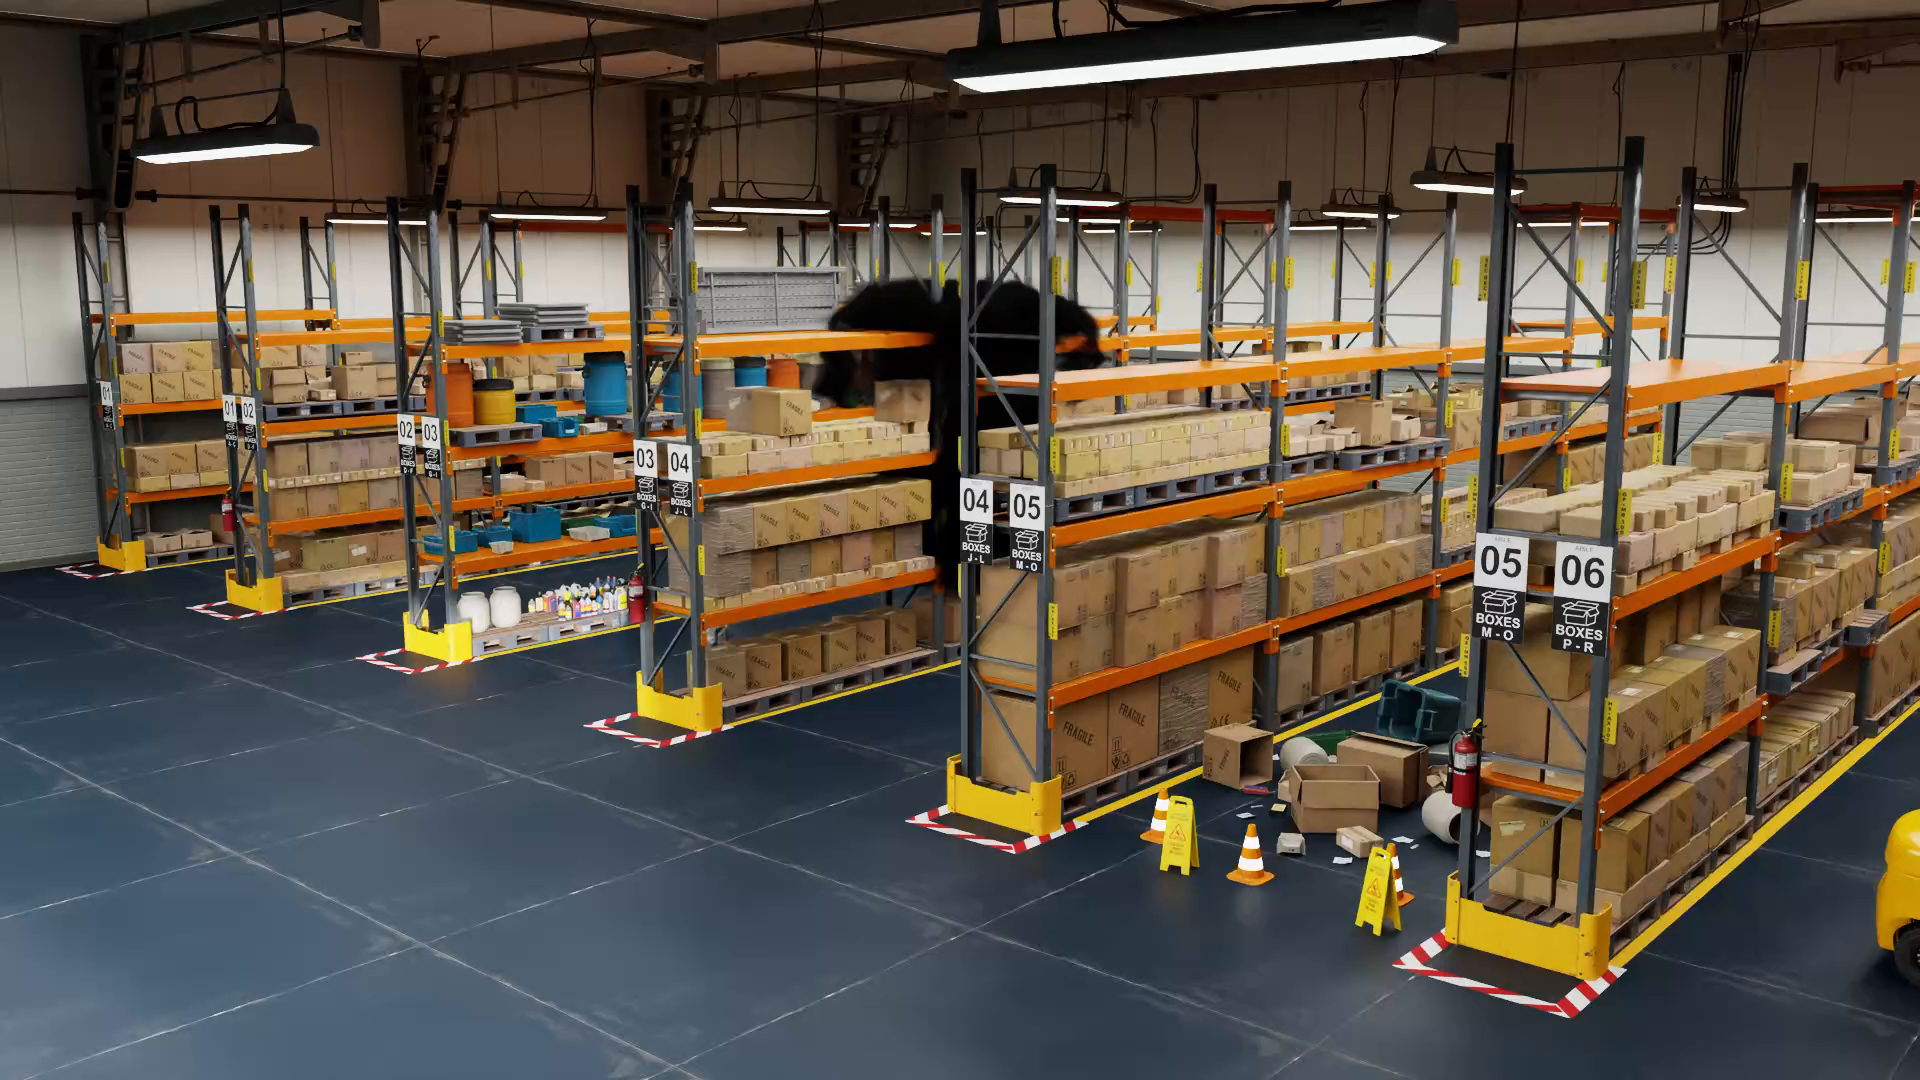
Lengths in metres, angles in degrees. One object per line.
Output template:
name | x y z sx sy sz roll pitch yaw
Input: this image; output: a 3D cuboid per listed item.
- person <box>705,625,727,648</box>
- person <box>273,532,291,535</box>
person | -3.244 0.689 21.778 0.640 1.770 0.940 3 10 19
person | -11.232 -0.191 27.662 0.608 1.628 0.681 3 10 16
